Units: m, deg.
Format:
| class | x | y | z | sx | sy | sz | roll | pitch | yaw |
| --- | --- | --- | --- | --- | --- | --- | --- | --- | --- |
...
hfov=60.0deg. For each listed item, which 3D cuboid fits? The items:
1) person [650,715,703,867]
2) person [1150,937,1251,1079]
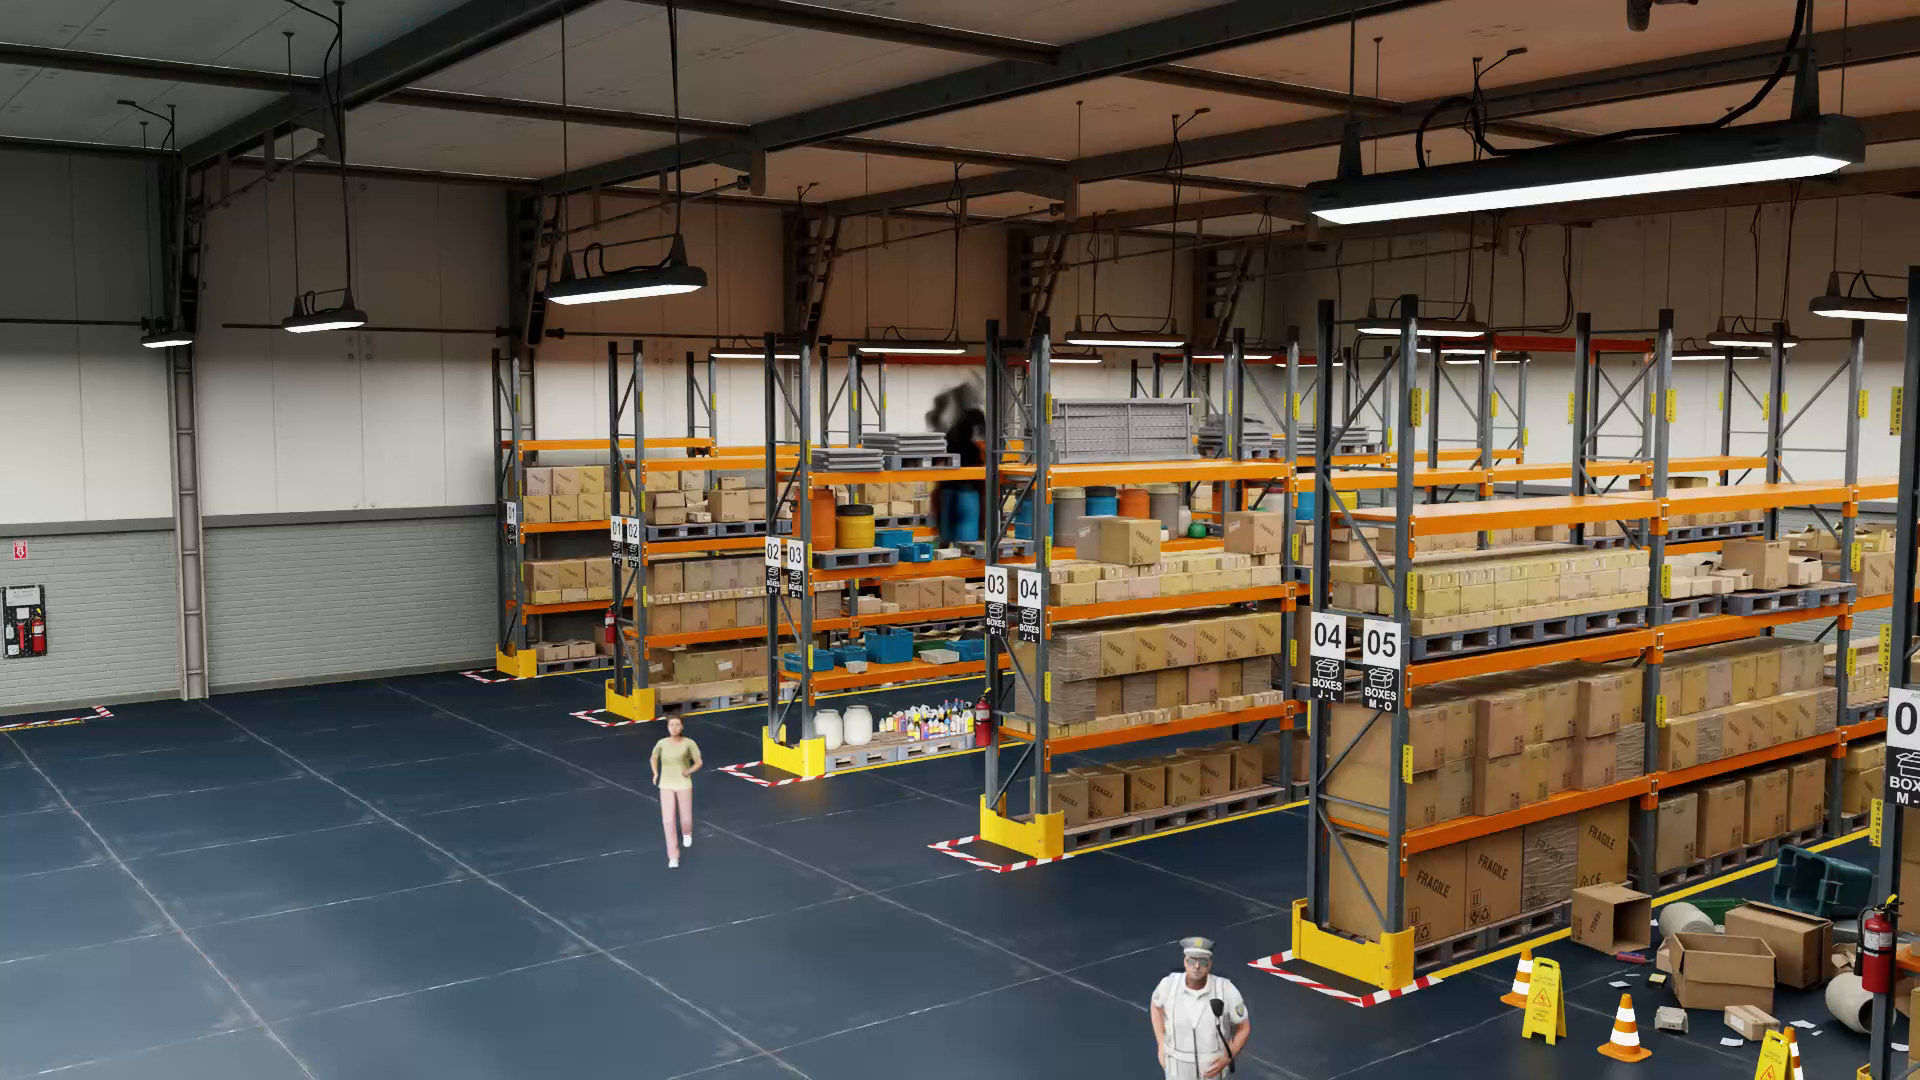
| class | x | y | z | sx | sy | sz | roll | pitch | yaw |
| --- | --- | --- | --- | --- | --- | --- | --- | --- | --- |
| person | -3.140 | 2.735 | 18.378 | 0.588 | 1.634 | 0.793 | 0 | 5 | -3 |
| person | 1.530 | 3.381 | 10.596 | 0.633 | 1.791 | 1.086 | 1 | 5 | 6 |
